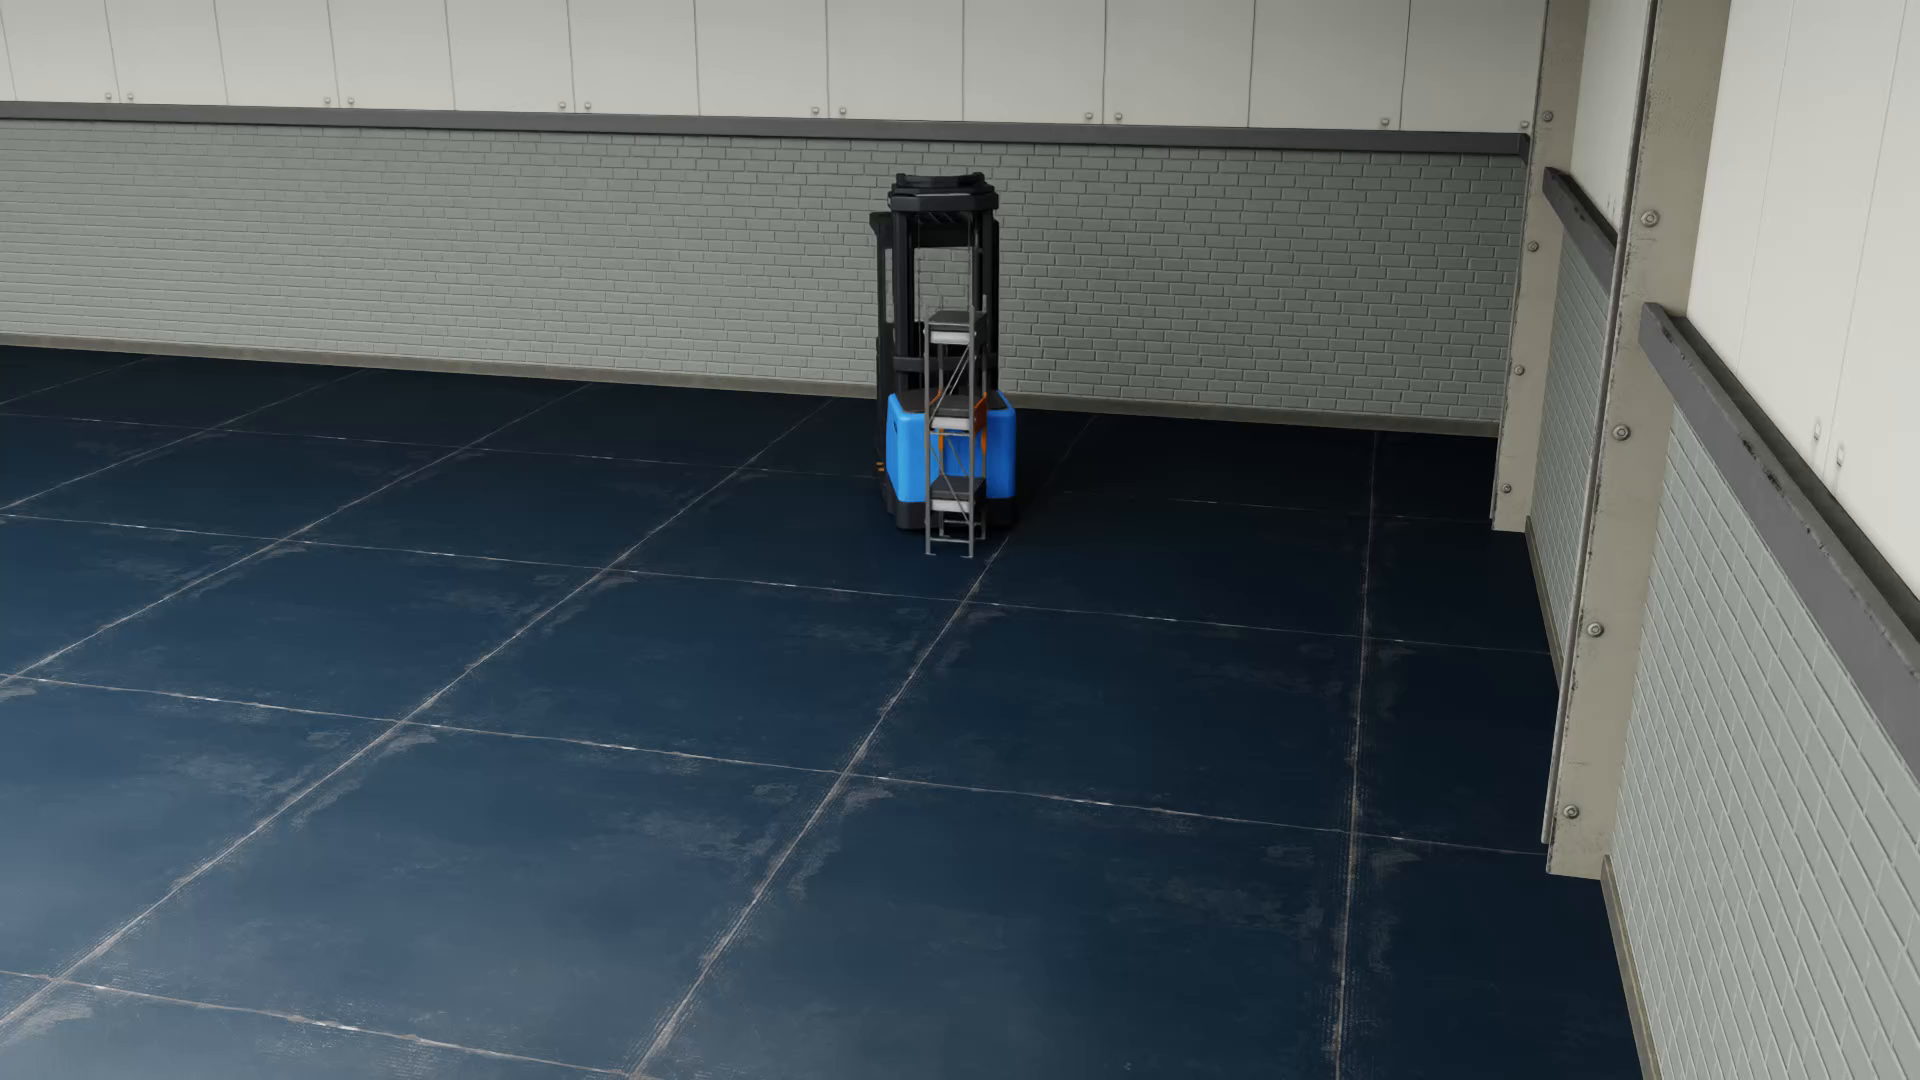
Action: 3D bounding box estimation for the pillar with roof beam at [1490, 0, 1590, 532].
[{"bbox_3d":[0.645,-4.737,14.133,9.100,9.000,0.400,5,19,13],"label":"pillar with roof beam"}]

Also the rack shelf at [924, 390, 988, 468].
[{"bbox_3d":[-0.031,-0.918,13.668,0.431,0.518,0.480,4,19,12],"label":"rack shelf"}]

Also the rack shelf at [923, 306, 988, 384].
[{"bbox_3d":[-0.031,-1.580,13.442,0.431,0.518,0.480,4,19,12],"label":"rack shelf"}]

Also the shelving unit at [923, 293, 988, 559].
[{"bbox_3d":[-0.031,-0.931,13.664,0.431,2.100,0.503,4,19,12],"label":"shelving unit"}]

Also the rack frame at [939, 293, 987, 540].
[{"bbox_3d":[0.023,-1.008,13.889,0.400,2.100,0.015,4,19,12],"label":"rack frame"}]

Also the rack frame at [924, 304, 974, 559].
[{"bbox_3d":[-0.084,-0.854,13.438,0.400,2.100,0.015,4,19,12],"label":"rack frame"}]

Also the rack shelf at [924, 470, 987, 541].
[{"bbox_3d":[-0.031,-0.255,13.894,0.431,0.518,0.480,4,19,12],"label":"rack shelf"}]

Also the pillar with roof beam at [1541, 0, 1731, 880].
[{"bbox_3d":[-0.821,-2.856,8.627,9.100,9.000,0.400,5,19,13],"label":"pillar with roof beam"}]

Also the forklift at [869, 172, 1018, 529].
[{"bbox_3d":[-0.232,-1.914,15.257,1.130,2.935,3.031,-3,19,-8],"label":"forklift"}]
